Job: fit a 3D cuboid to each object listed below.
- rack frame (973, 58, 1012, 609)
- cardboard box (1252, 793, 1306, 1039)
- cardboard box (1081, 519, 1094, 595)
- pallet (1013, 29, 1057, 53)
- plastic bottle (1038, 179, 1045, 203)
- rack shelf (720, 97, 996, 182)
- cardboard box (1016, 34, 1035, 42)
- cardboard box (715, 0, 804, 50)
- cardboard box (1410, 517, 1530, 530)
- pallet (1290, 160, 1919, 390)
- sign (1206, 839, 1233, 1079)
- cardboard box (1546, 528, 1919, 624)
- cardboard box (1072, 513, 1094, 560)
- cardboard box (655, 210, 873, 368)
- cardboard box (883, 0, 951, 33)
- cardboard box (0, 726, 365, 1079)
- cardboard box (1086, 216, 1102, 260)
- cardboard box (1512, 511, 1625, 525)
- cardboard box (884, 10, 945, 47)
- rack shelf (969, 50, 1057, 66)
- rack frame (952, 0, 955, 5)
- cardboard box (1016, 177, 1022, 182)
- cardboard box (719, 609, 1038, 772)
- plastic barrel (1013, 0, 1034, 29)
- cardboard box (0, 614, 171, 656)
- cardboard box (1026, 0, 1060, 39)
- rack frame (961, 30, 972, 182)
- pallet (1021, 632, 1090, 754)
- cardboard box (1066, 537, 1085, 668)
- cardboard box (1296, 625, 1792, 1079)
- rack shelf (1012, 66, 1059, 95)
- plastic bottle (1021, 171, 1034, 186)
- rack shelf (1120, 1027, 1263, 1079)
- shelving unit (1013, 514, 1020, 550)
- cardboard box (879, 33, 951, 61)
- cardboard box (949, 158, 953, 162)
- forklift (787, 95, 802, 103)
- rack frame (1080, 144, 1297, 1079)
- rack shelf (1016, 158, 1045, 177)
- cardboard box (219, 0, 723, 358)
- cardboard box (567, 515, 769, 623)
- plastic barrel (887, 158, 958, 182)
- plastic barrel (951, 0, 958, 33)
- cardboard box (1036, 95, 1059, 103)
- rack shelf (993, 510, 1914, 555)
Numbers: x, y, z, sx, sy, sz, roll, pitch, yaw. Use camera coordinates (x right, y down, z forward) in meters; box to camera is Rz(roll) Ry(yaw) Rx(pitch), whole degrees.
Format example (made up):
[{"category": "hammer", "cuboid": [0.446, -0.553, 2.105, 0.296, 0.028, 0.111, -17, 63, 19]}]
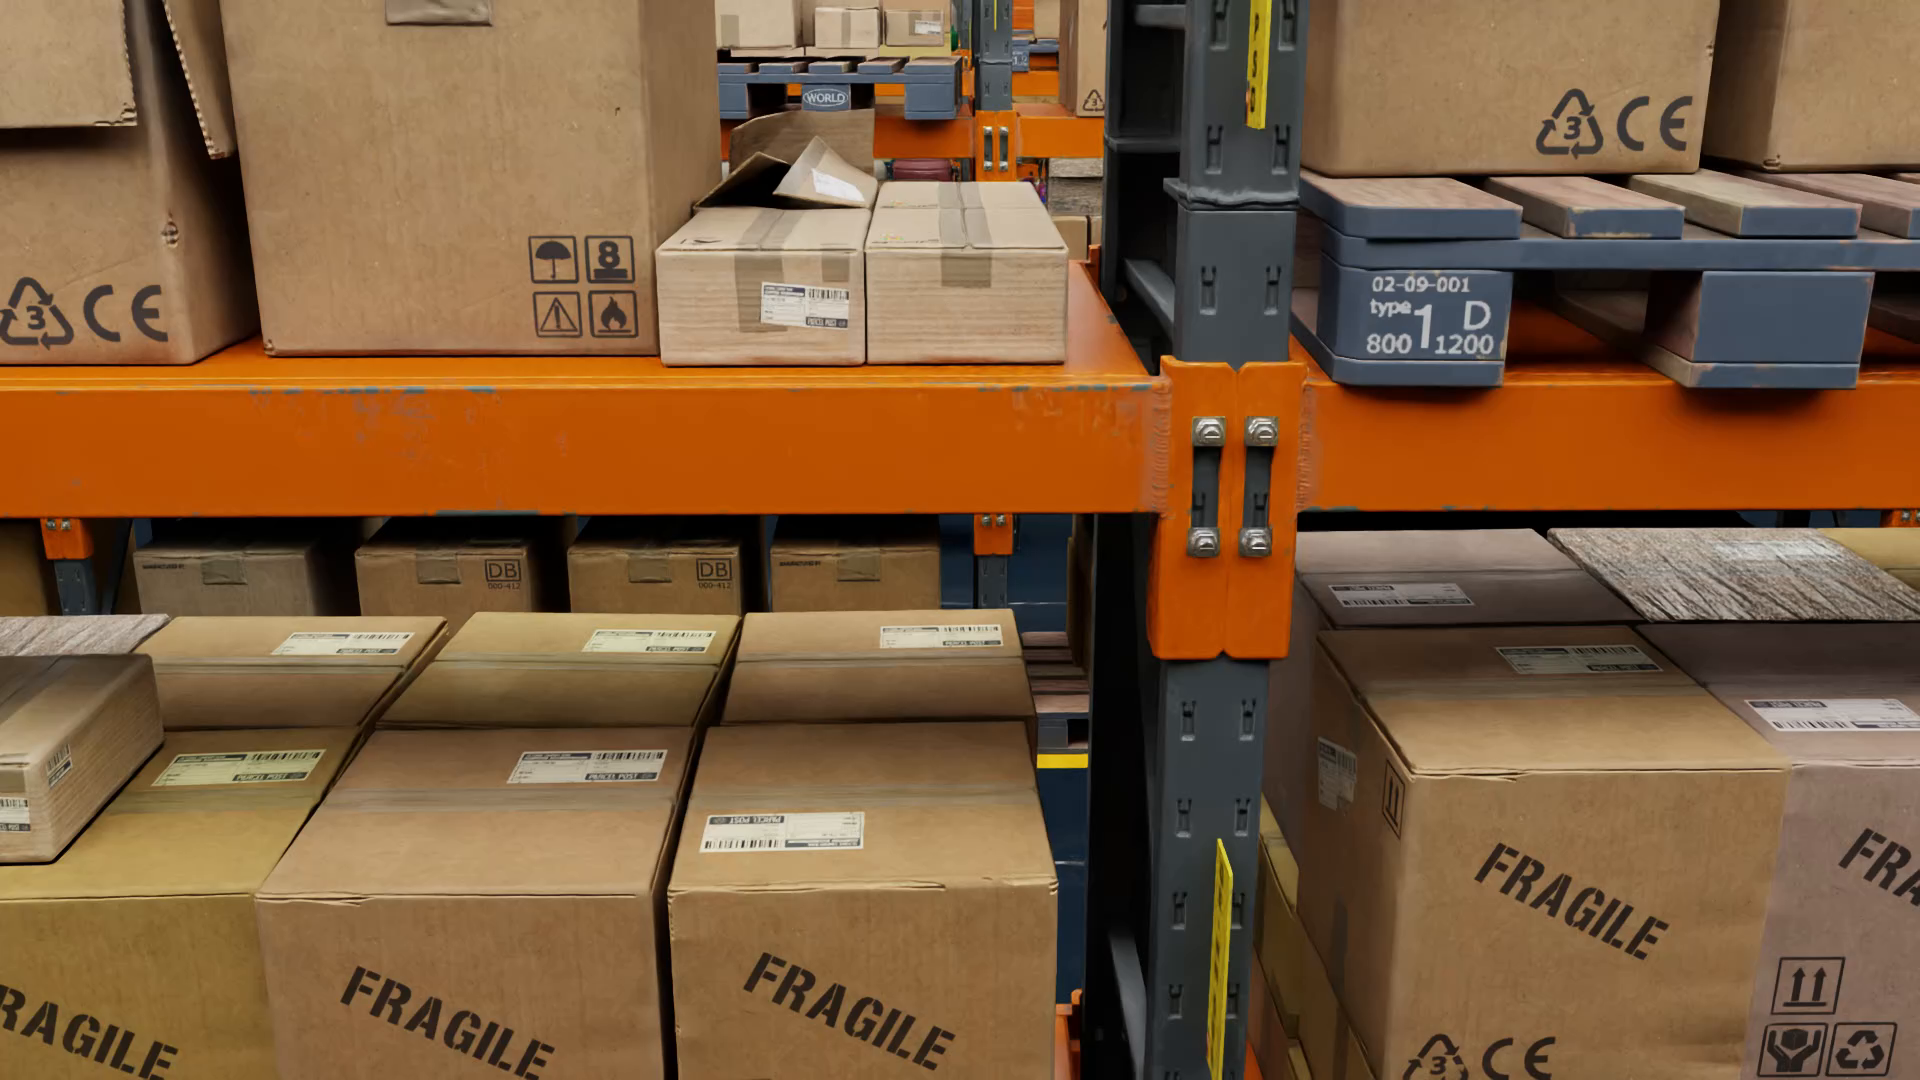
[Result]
[{"category": "rack frame", "cuboid": [0.137, -0.611, 7.541, 0.127, 3.000, 1.000, 0, 18, -1]}, {"category": "cardboard box", "cuboid": [0.796, 0.654, 3.025, 0.500, 0.250, 0.500, 0, 18, -1]}, {"category": "cardboard box", "cuboid": [0.830, 0.093, 7.524, 0.500, 0.250, 0.500, -1, 18, -3]}, {"category": "pallet", "cuboid": [0.848, -4.951, 16.470, 1.213, 0.211, 1.003, 0, 18, -1]}, {"category": "plastic bottle", "cuboid": [0.849, -3.474, 16.659, 0.133, 0.283, 0.061, 0, 18, -1]}, {"category": "rack shelf", "cuboid": [-1.863, -1.687, 7.163, 4.000, 0.370, 1.077, 0, 18, -1]}, {"category": "cardboard box", "cuboid": [0.953, -6.643, 21.269, 0.500, 0.500, 0.910, 0, 18, -1]}, {"category": "cardboard box", "cuboid": [-0.904, -2.148, 6.716, 0.500, 0.311, 0.500, 0, 18, -1]}, {"category": "cardboard box", "cuboid": [2.353, 0.089, 7.536, 0.500, 0.250, 0.500, -1, 18, -3]}, {"category": "pallet", "cuboid": [0.959, -0.457, 2.461, 1.003, 0.211, 1.213, 1, 18, 2]}, {"category": "sign", "cuboid": [0.334, 0.553, 2.148, 0.005, 0.325, 0.100, 0, 18, -1]}, {"category": "cardboard box", "cuboid": [1.342, 0.289, 2.934, 0.500, 0.500, 0.500, 0, 18, 0]}, {"category": "cardboard box", "cuboid": [0.817, -0.061, 8.004, 0.500, 0.250, 0.500, -1, 18, -2]}, {"category": "cardboard box", "cuboid": [-0.244, -0.339, 2.194, 0.250, 0.149, 0.380, 0, 18, -1]}, {"category": "cardboard box", "cuboid": [-0.314, -3.761, 11.470, 0.500, 0.500, 0.500, 0, 18, 1]}, {"category": "cardboard box", "cuboid": [-1.156, 0.607, 2.406, 0.500, 0.500, 0.500, -1, 18, -5]}, {"category": "cardboard box", "cuboid": [1.166, -2.096, 12.008, 0.500, 0.500, 0.500, -1, 18, -2]}, {"category": "cardboard box", "cuboid": [2.861, -0.071, 8.034, 0.500, 0.250, 0.500, 0, 18, 1]}, {"category": "cardboard box", "cuboid": [-0.200, -2.214, 7.189, 0.250, 0.149, 0.380, -1, 18, -3]}, {"category": "rack shelf", "cuboid": [2.081, -4.734, 16.662, 4.000, 0.370, 1.077, 0, 18, -1]}, {"category": "rack frame", "cuboid": [-0.075, -9.521, 25.497, 0.127, 3.000, 1.000, 0, 18, -1]}, {"category": "cardboard box", "cuboid": [0.662, -5.805, 26.563, 0.750, 0.750, 0.750, -1, 18, -2]}, {"category": "cardboard box", "cuboid": [-0.138, 0.443, 2.918, 0.500, 0.500, 0.500, -1, 18, -2]}, {"category": "plastic barrel", "cuboid": [0.649, -5.474, 16.398, 0.708, 0.830, 0.600, 0, 18, -1]}, {"category": "cardboard box", "cuboid": [-1.690, 0.452, 2.889, 0.500, 0.500, 0.500, -1, 18, -3]}, {"category": "cardboard box", "cuboid": [0.768, -3.829, 11.805, 0.637, 0.503, 0.797, 1, 18, 2]}, {"category": "rack frame", "cuboid": [0.081, -3.639, 16.981, 0.127, 3.000, 1.000, 0, 18, -1]}, {"category": "pallet", "cuboid": [0.918, 0.714, 7.977, 1.213, 0.211, 1.003, 0, 18, -1]}, {"category": "cardboard box", "cuboid": [0.791, 0.296, 8.118, 0.500, 0.500, 0.500, 0, 18, -1]}, {"category": "cardboard box", "cuboid": [0.813, 0.449, 2.436, 0.500, 0.500, 0.500, -1, 18, -3]}, {"category": "rack shelf", "cuboid": [2.159, -3.222, 11.947, 4.000, 0.370, 1.077, 0, 18, -1]}, {"category": "plastic bottle", "cuboid": [0.710, -3.717, 17.414, 0.133, 0.283, 0.061, 0, 18, -1]}, {"category": "rack shelf", "cuboid": [2.316, 1.233, 2.970, 4.000, 0.370, 1.077, 0, 18, -1]}, {"category": "shelving unit", "cuboid": [-0.007, -0.714, 10.318, 0.755, 1.500, 0.431, 0, 18, -1]}, {"category": "cardboard box", "cuboid": [-0.312, -3.406, 11.589, 0.500, 0.250, 0.500, 0, 18, -1]}, {"category": "cardboard box", "cuboid": [-0.357, -5.121, 21.746, 0.500, 0.311, 0.500, 1, 18, 3]}, {"category": "forklift", "cuboid": [-1.451, -3.071, 15.321, 1.130, 2.935, 3.031, -5, 18, -14]}, {"category": "rack frame", "cuboid": [0.316, 0.901, 2.830, 0.127, 3.000, 1.000, 0, 18, -1]}, {"category": "rack shelf", "cuboid": [2.007, -4.819, 21.837, 4.000, 0.370, 1.077, 0, 18, -1]}, {"category": "cardboard box", "cuboid": [-0.632, -0.574, 2.352, 0.500, 0.500, 0.700, 0, 18, -1]}, {"category": "cardboard box", "cuboid": [-1.348, 0.241, 7.881, 0.750, 0.750, 1.050, 0, 18, 0]}, {"category": "plastic barrel", "cuboid": [-0.378, -3.609, 16.664, 0.708, 0.536, 0.600, 0, 18, -1]}, {"category": "plastic barrel", "cuboid": [-0.234, -5.213, 16.792, 0.421, 0.512, 0.421, 0, 18, 0]}, {"category": "cardboard box", "cuboid": [1.435, -6.789, 26.118, 0.500, 0.500, 0.500, 0, 18, -1]}, {"category": "rack shelf", "cuboid": [2.137, -0.278, 7.681, 4.000, 0.370, 1.077, 0, 18, -1]}]
